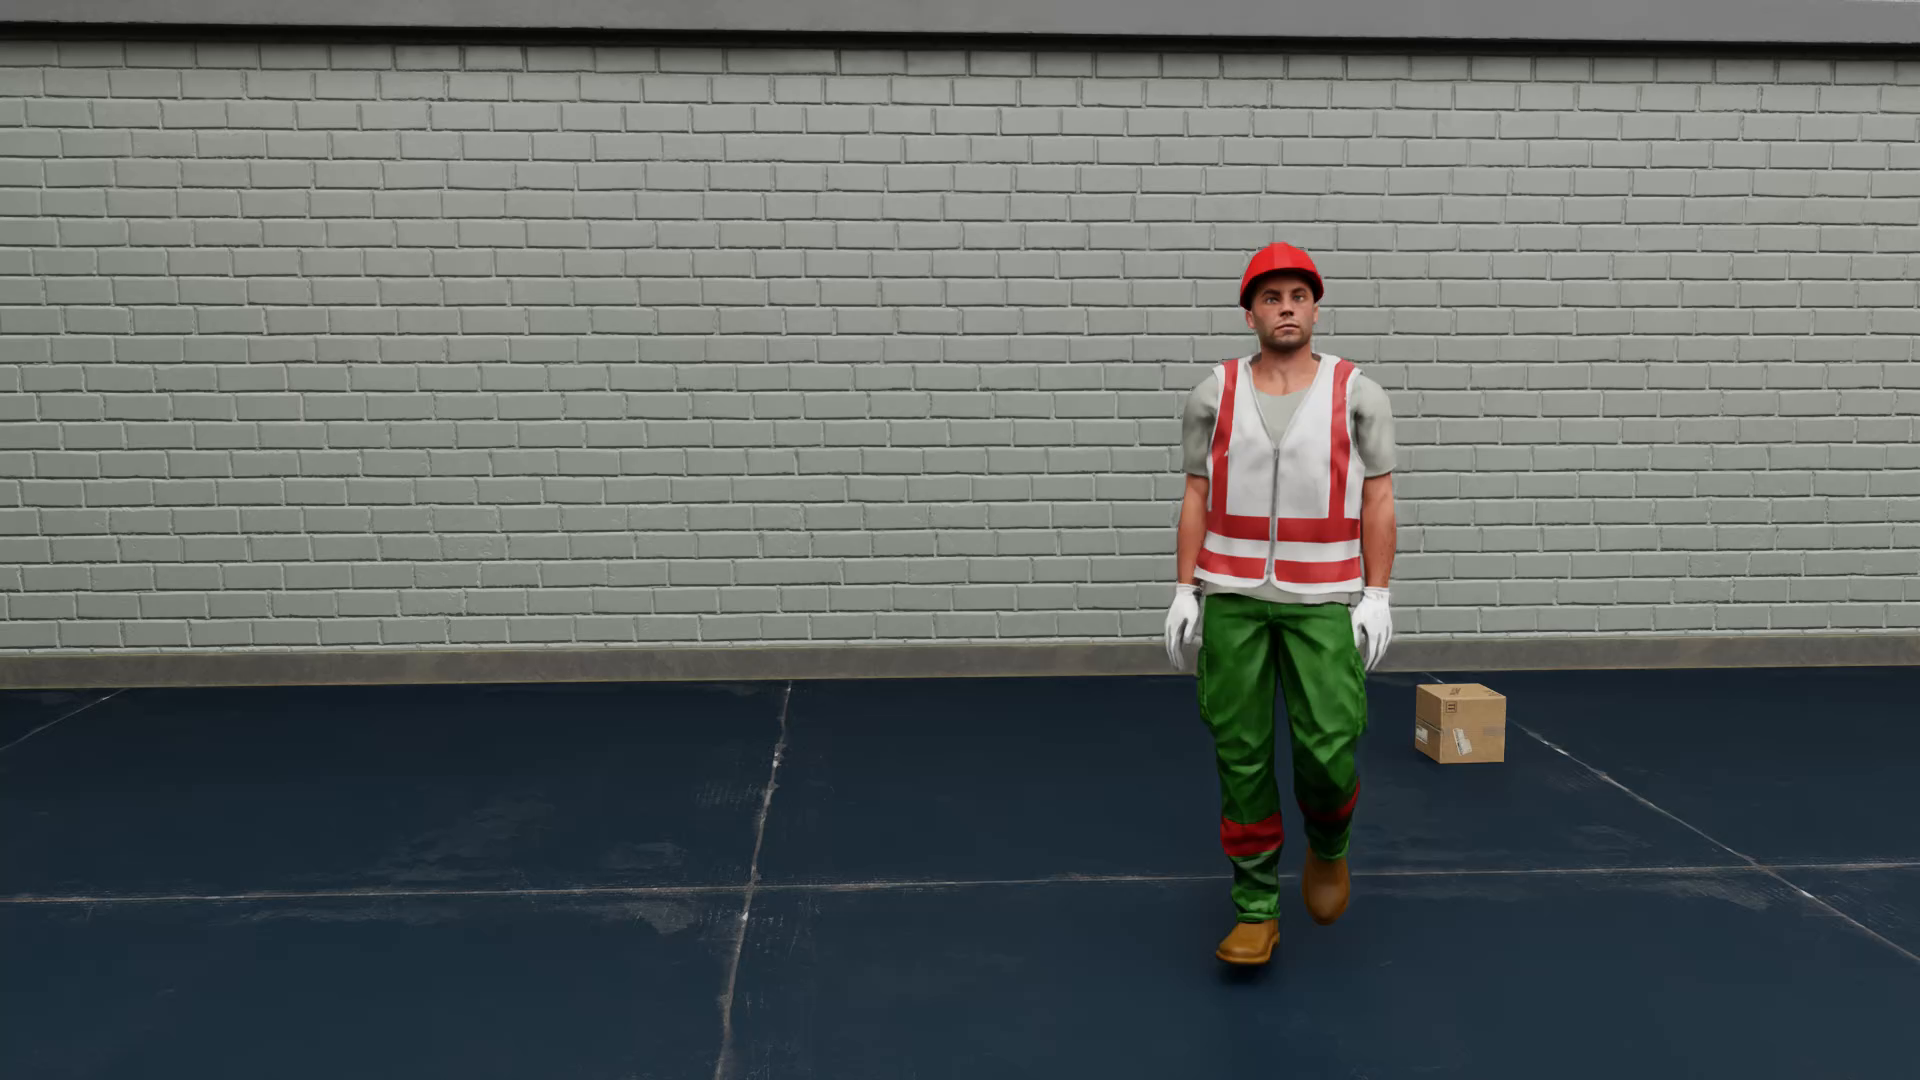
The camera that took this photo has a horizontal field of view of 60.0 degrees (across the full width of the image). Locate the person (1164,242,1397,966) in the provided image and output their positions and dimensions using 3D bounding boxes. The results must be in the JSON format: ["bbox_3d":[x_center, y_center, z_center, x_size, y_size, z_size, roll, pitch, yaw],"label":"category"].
[{"bbox_3d":[0.799,0.152,4.170,0.560,1.778,0.542,2,7,18],"label":"person"}]
